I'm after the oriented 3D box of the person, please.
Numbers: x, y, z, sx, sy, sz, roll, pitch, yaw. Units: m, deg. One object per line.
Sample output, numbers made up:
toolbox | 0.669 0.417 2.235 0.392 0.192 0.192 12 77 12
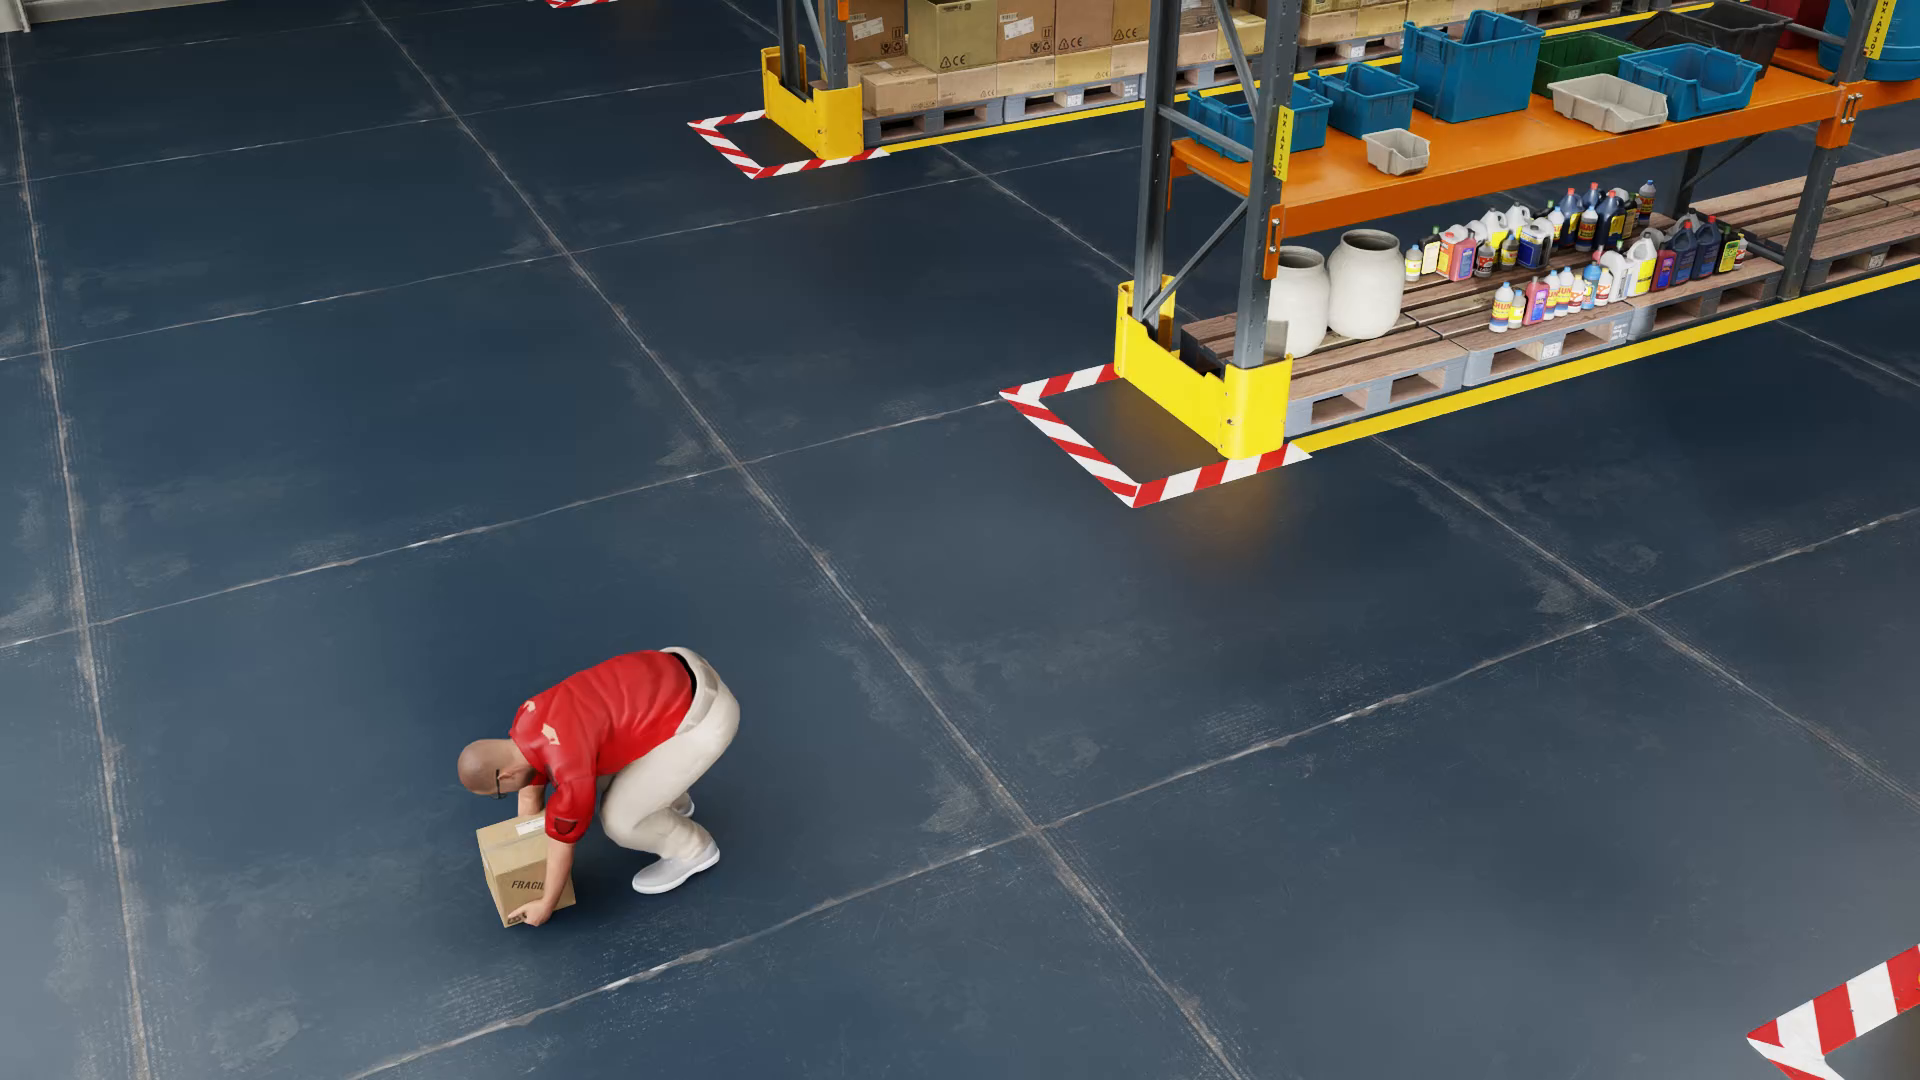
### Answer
person | -1.110 0.416 5.521 0.538 1.713 0.494 -15 36 -22
